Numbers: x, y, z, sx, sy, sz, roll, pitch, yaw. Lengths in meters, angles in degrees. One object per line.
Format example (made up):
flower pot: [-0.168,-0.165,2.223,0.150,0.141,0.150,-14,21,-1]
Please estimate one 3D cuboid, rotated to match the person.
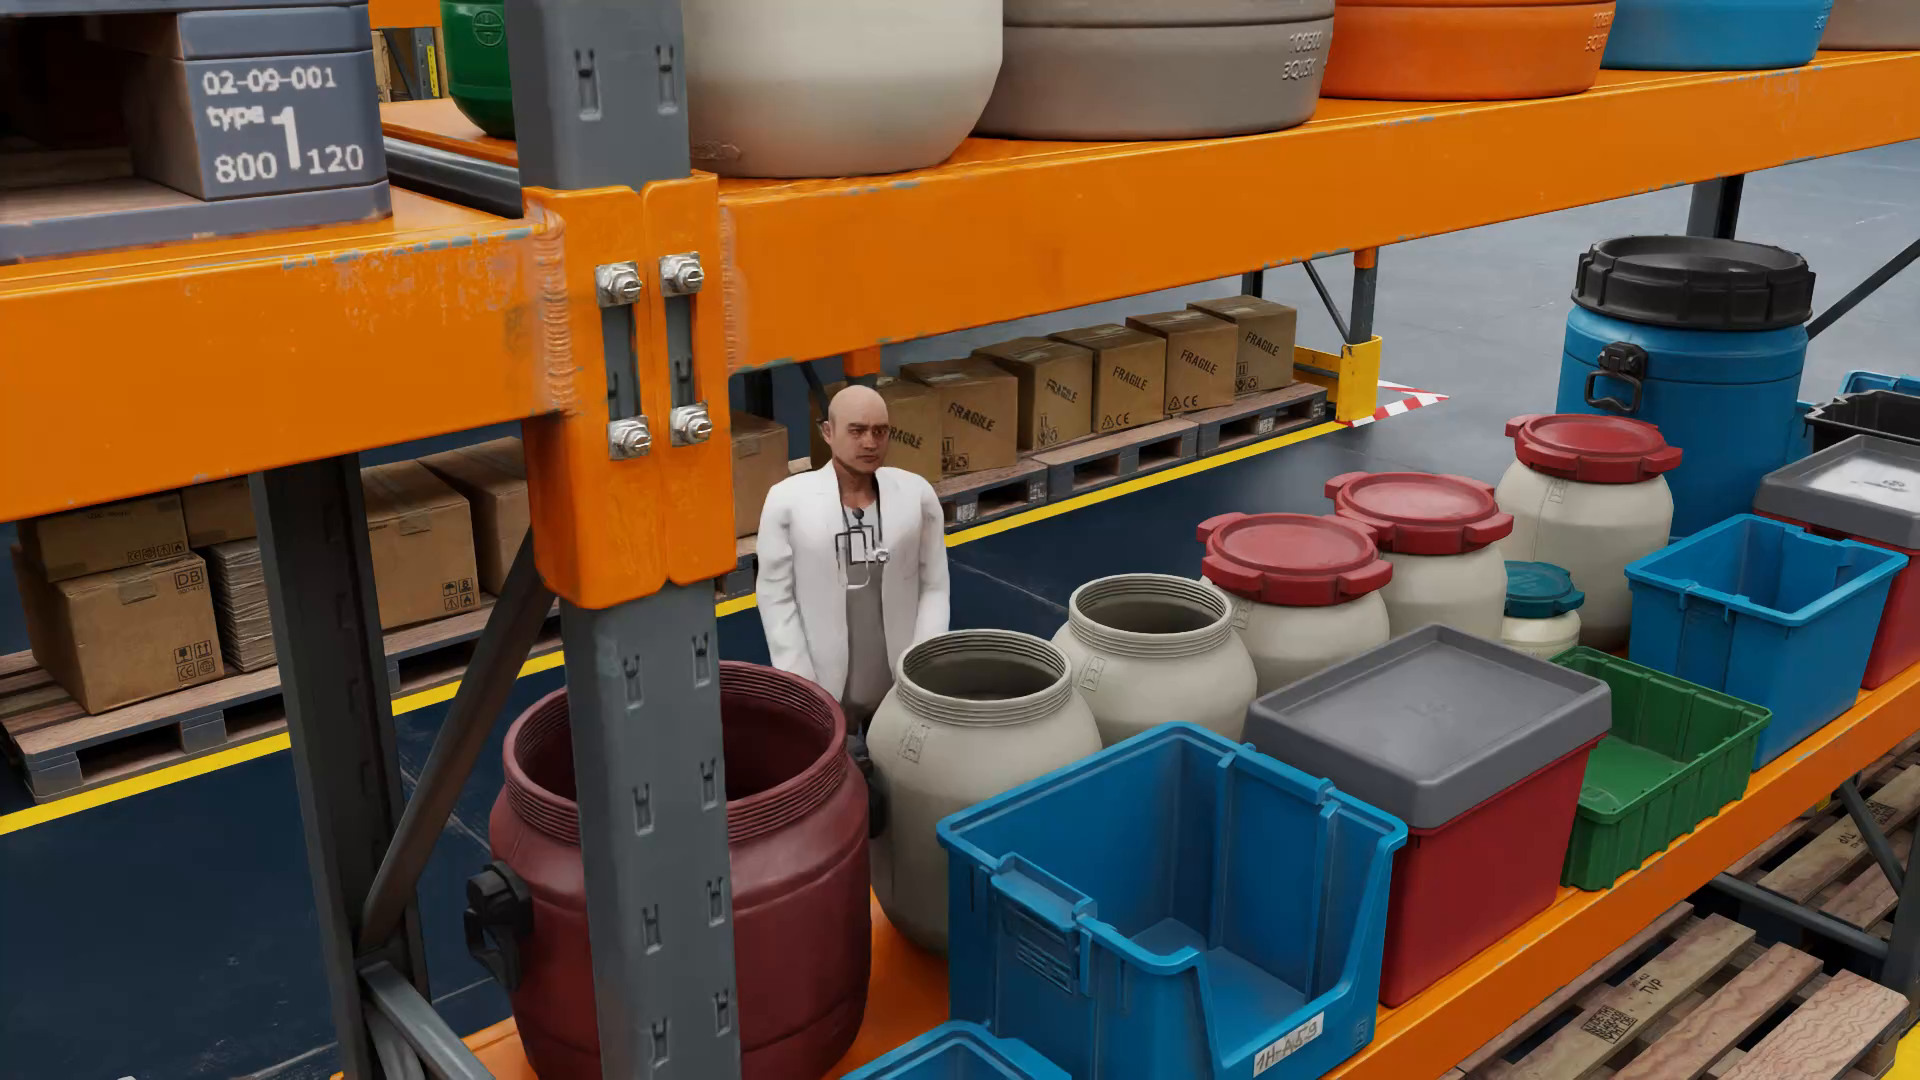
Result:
person: [-0.314,0.451,4.854,0.621,1.790,0.451,-5,21,-14]
